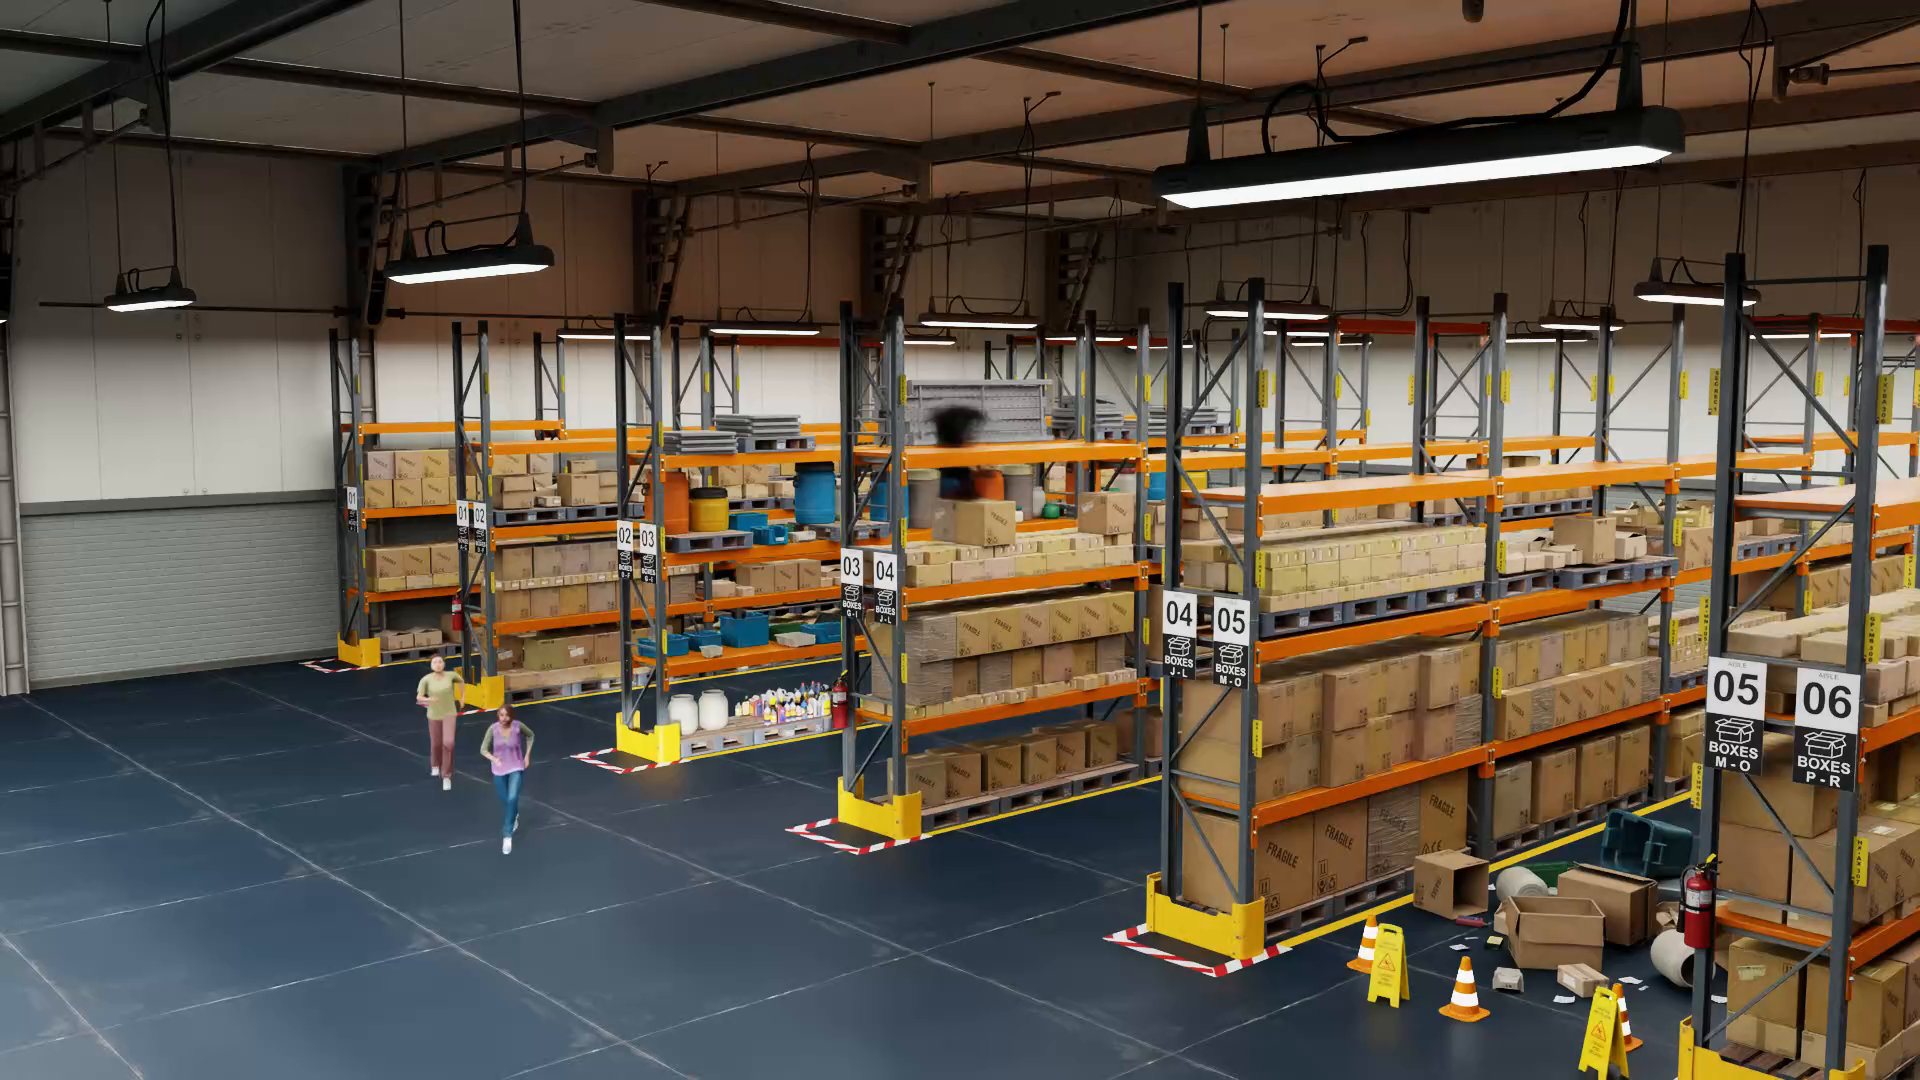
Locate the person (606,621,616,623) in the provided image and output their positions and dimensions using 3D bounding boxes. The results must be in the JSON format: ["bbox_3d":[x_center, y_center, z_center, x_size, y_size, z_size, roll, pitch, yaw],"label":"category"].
[{"bbox_3d":[-6.479,1.273,30.768,0.687,1.723,0.682,5,8,42],"label":"person"}]

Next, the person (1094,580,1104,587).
[{"bbox_3d":[2.609,1.091,33.059,0.634,1.612,0.928,3,6,28],"label":"person"}]

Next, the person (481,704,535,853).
[{"bbox_3d":[-4.989,2.567,18.397,0.557,1.604,0.886,-1,6,-8],"label":"person"}]

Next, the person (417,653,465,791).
[{"bbox_3d":[-6.558,2.260,21.042,0.564,1.710,0.871,-1,6,-13],"label":"person"}]
